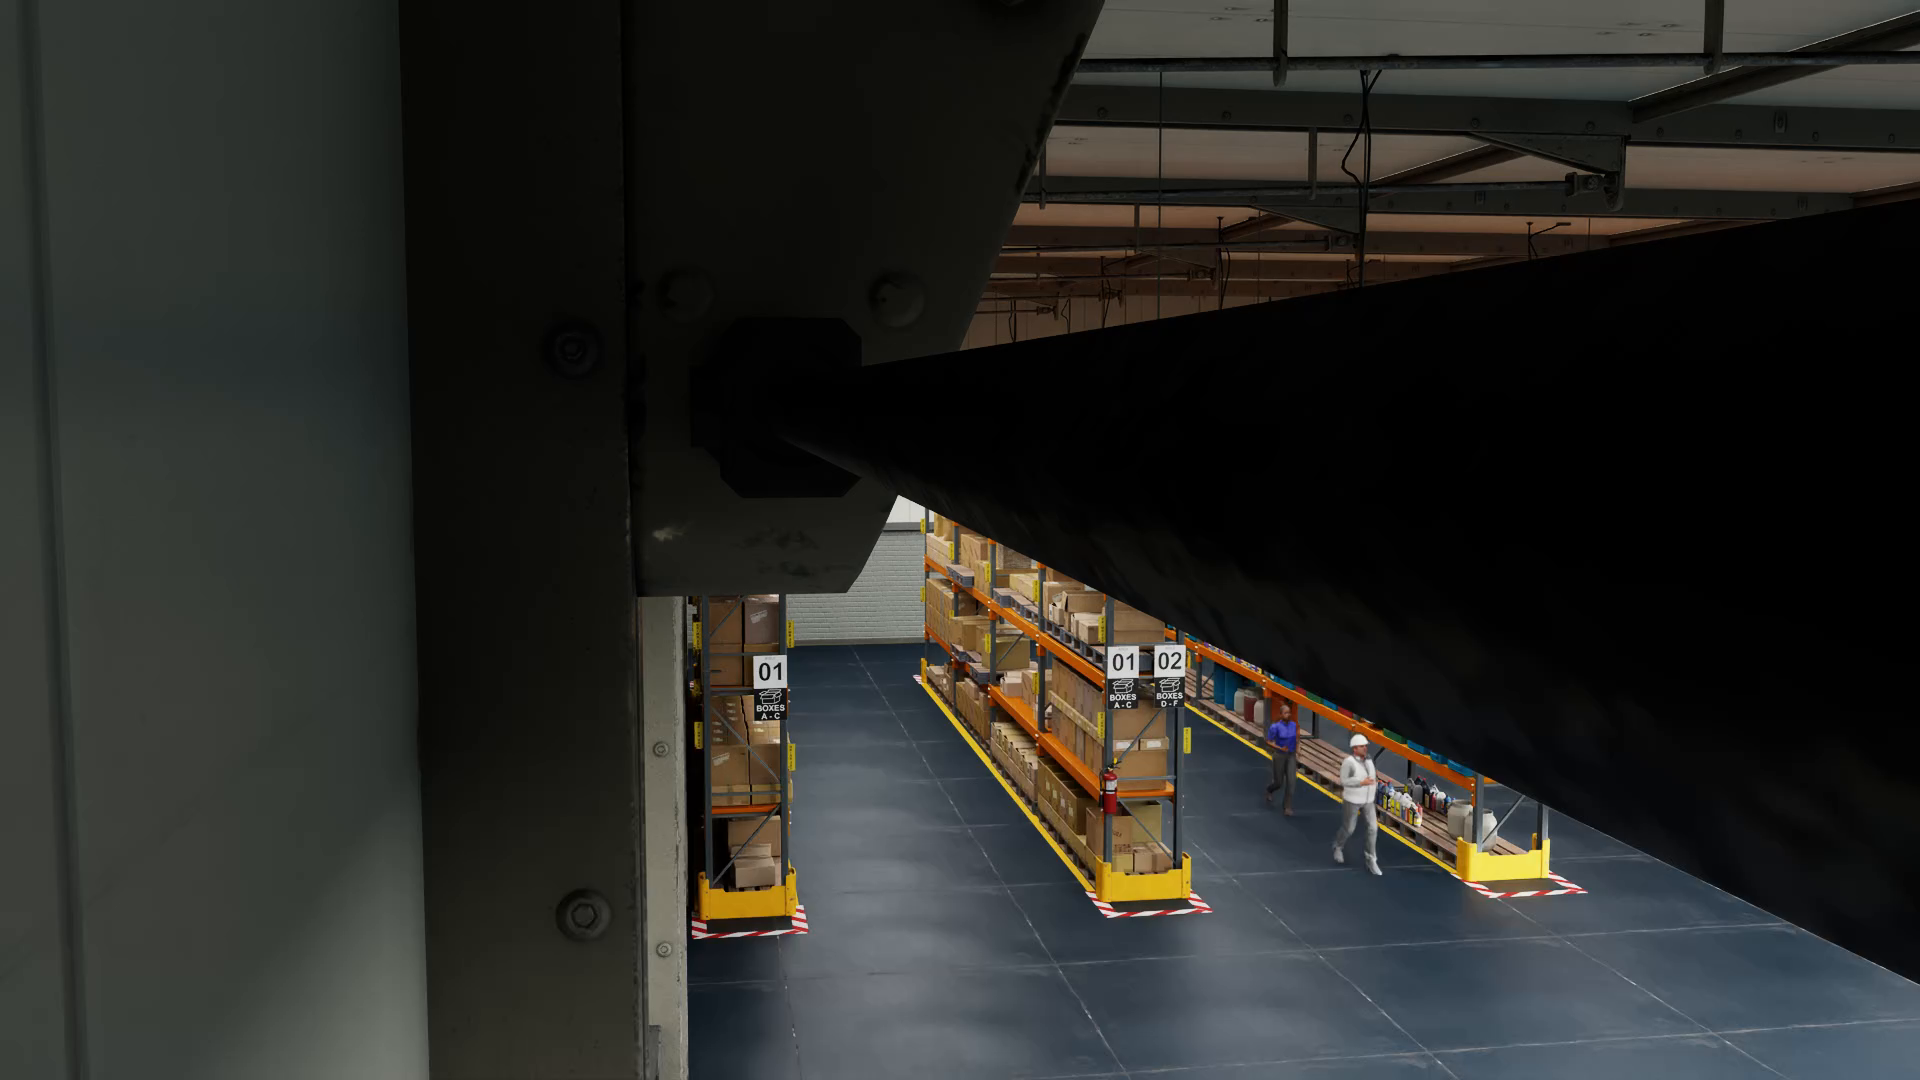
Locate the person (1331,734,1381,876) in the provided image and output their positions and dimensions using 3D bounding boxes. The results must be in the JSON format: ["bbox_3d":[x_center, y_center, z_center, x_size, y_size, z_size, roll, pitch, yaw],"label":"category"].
[{"bbox_3d":[5.280,3.488,22.136,0.658,1.829,0.813,-2,6,-24],"label":"person"}]

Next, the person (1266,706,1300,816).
[{"bbox_3d":[4.892,3.303,25.169,0.581,1.625,0.739,-1,5,-15],"label":"person"}]
